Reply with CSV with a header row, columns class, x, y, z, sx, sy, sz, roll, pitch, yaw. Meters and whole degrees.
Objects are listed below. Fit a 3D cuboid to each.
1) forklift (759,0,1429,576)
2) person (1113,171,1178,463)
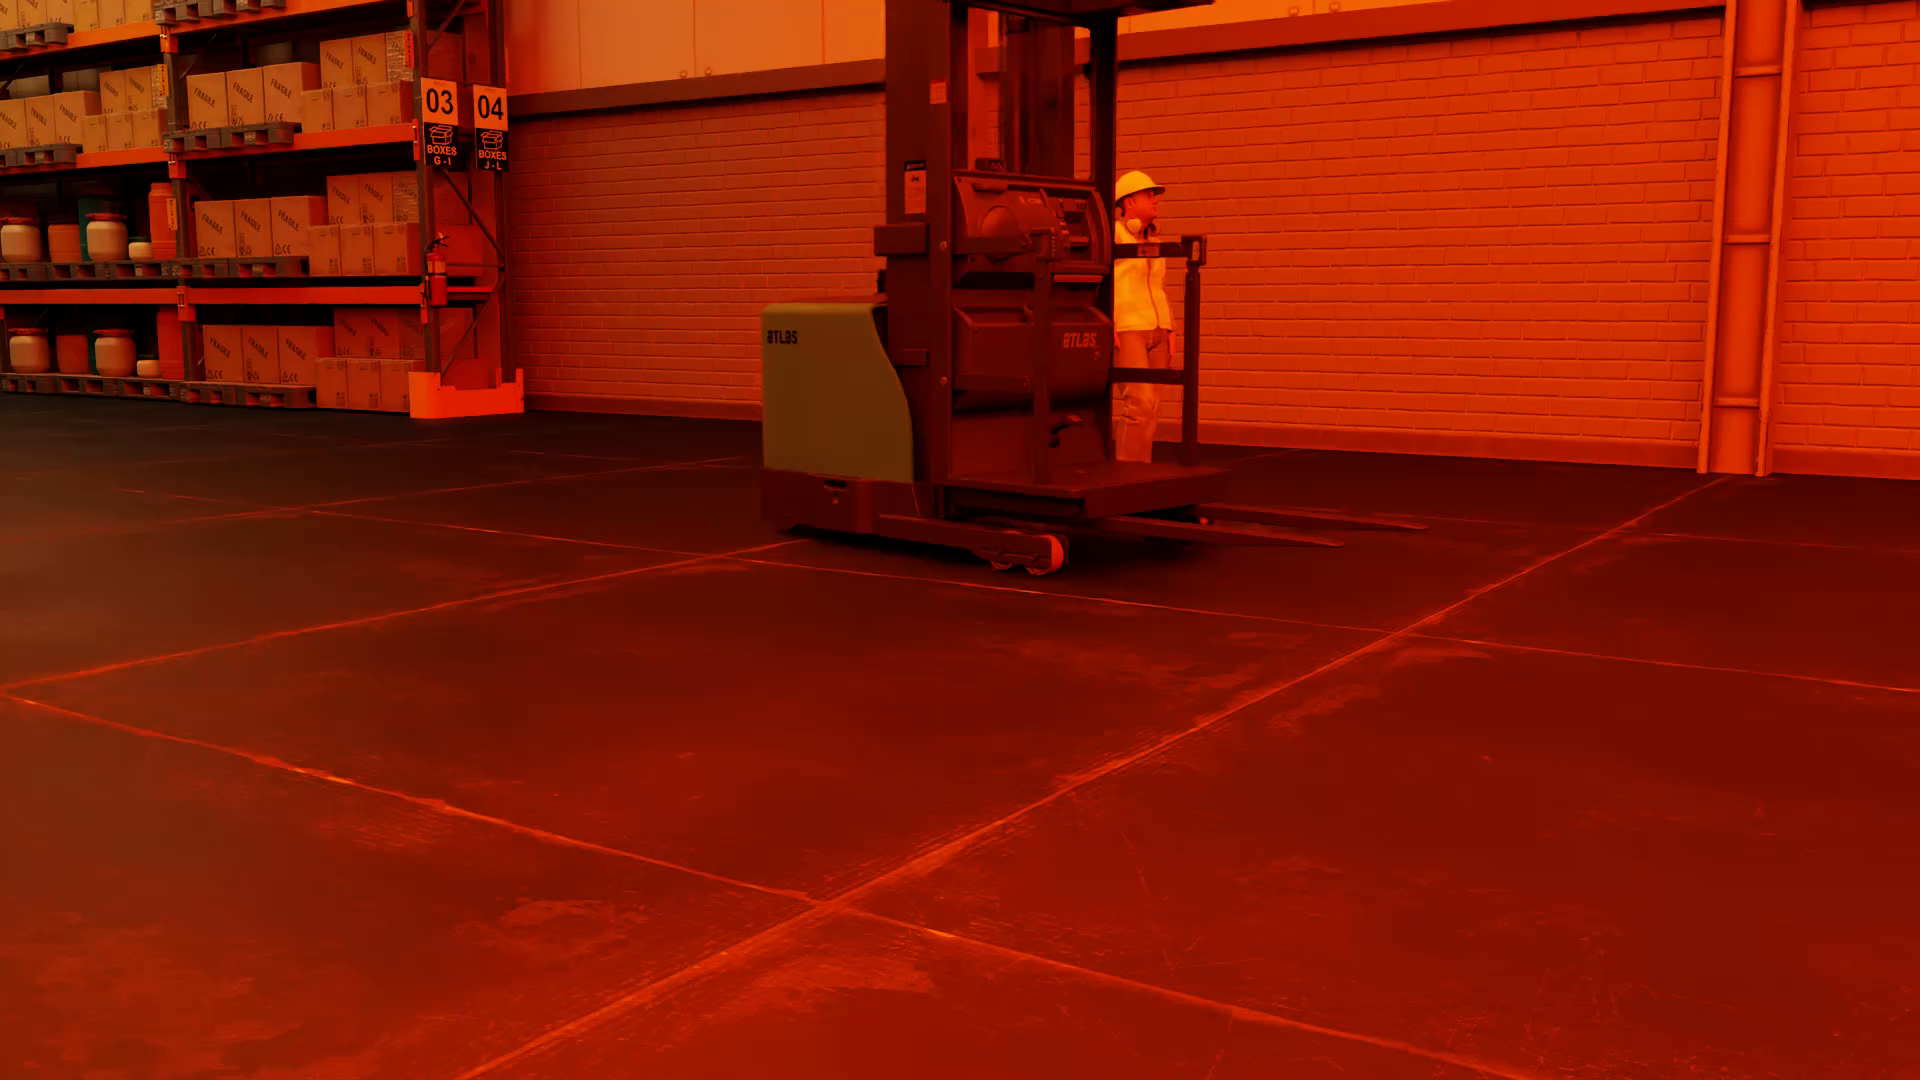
class,x,y,z,sx,sy,sz,roll,pitch,yaw
forklift,0.473,-1.391,6.977,3.031,2.935,1.130,8,11,43
person,1.000,-1.108,9.036,0.633,1.774,0.568,-8,11,-43
